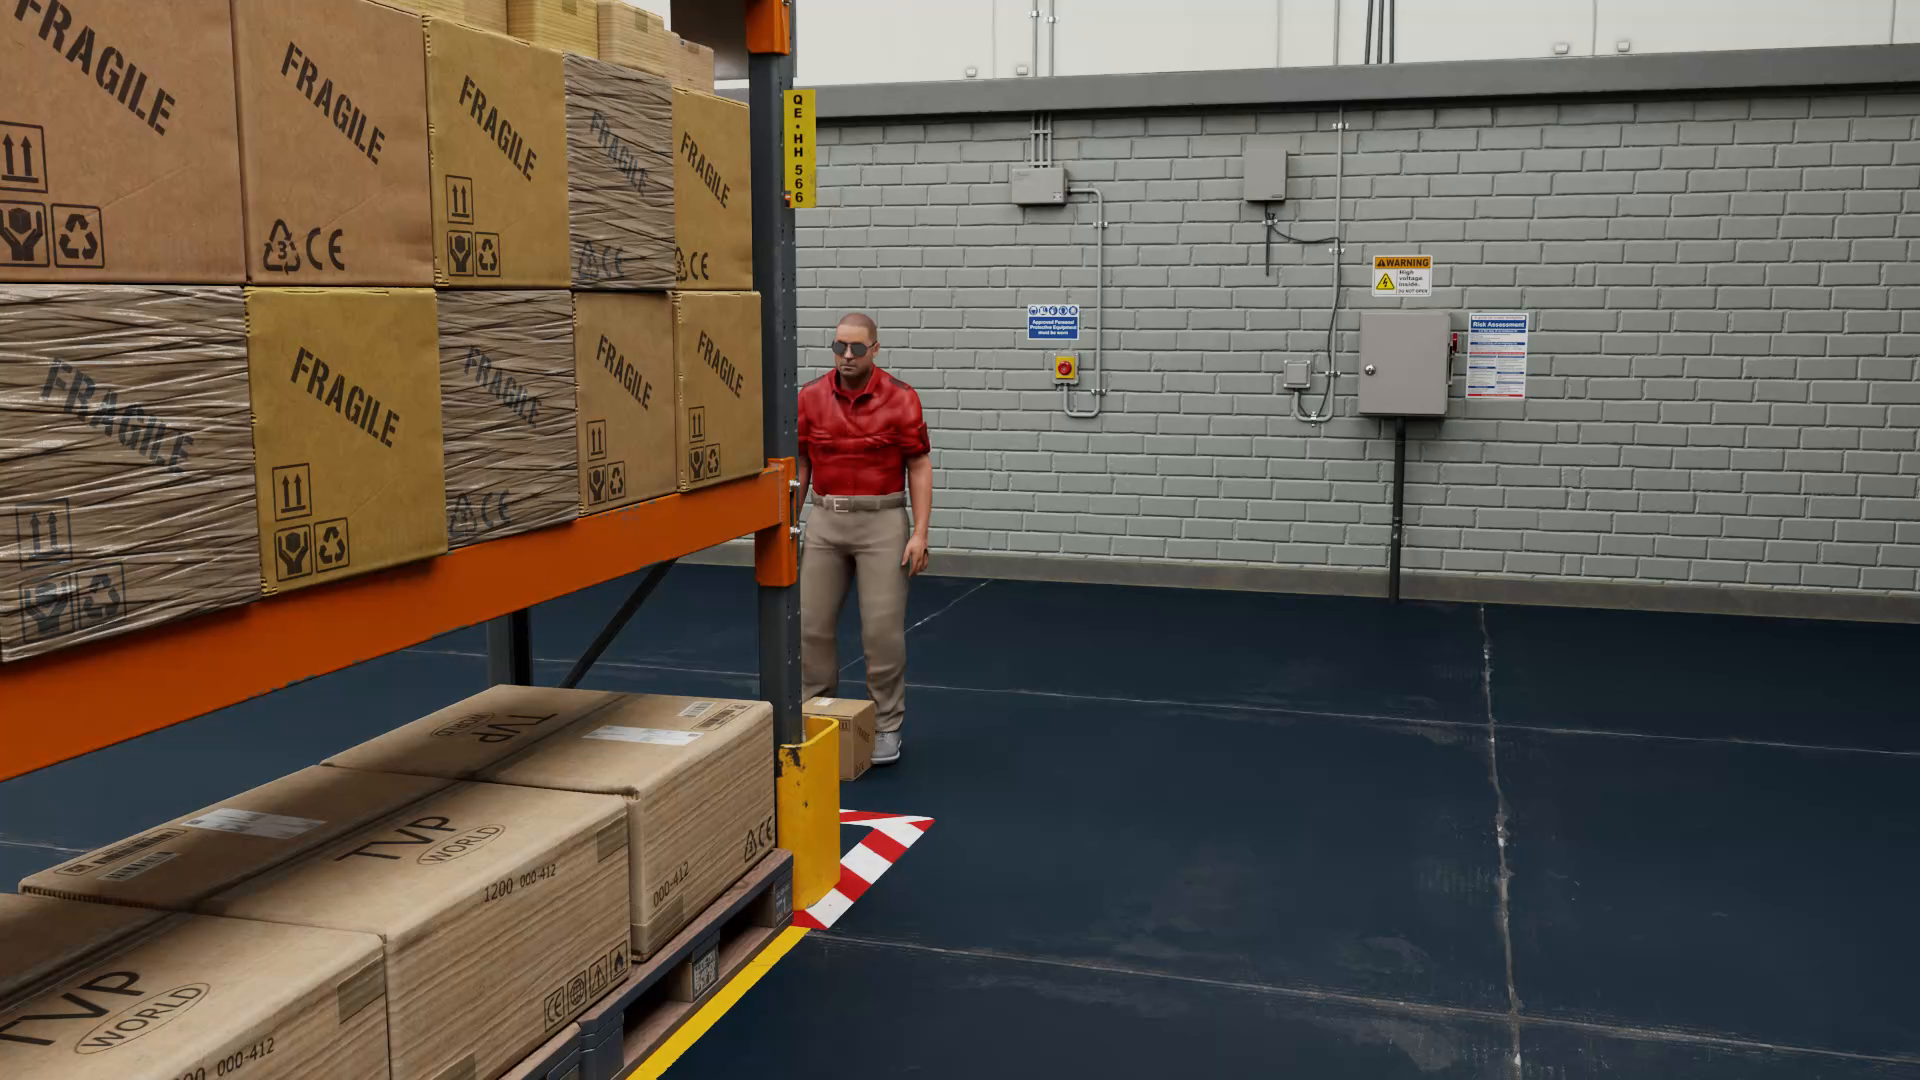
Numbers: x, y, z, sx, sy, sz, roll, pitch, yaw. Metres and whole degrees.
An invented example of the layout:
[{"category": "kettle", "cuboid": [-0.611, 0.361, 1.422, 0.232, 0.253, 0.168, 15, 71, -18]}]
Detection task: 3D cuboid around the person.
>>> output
[{"category": "person", "cuboid": [-0.410, -0.013, 6.465, 0.606, 1.727, 0.389, 2, 8, 13]}]
